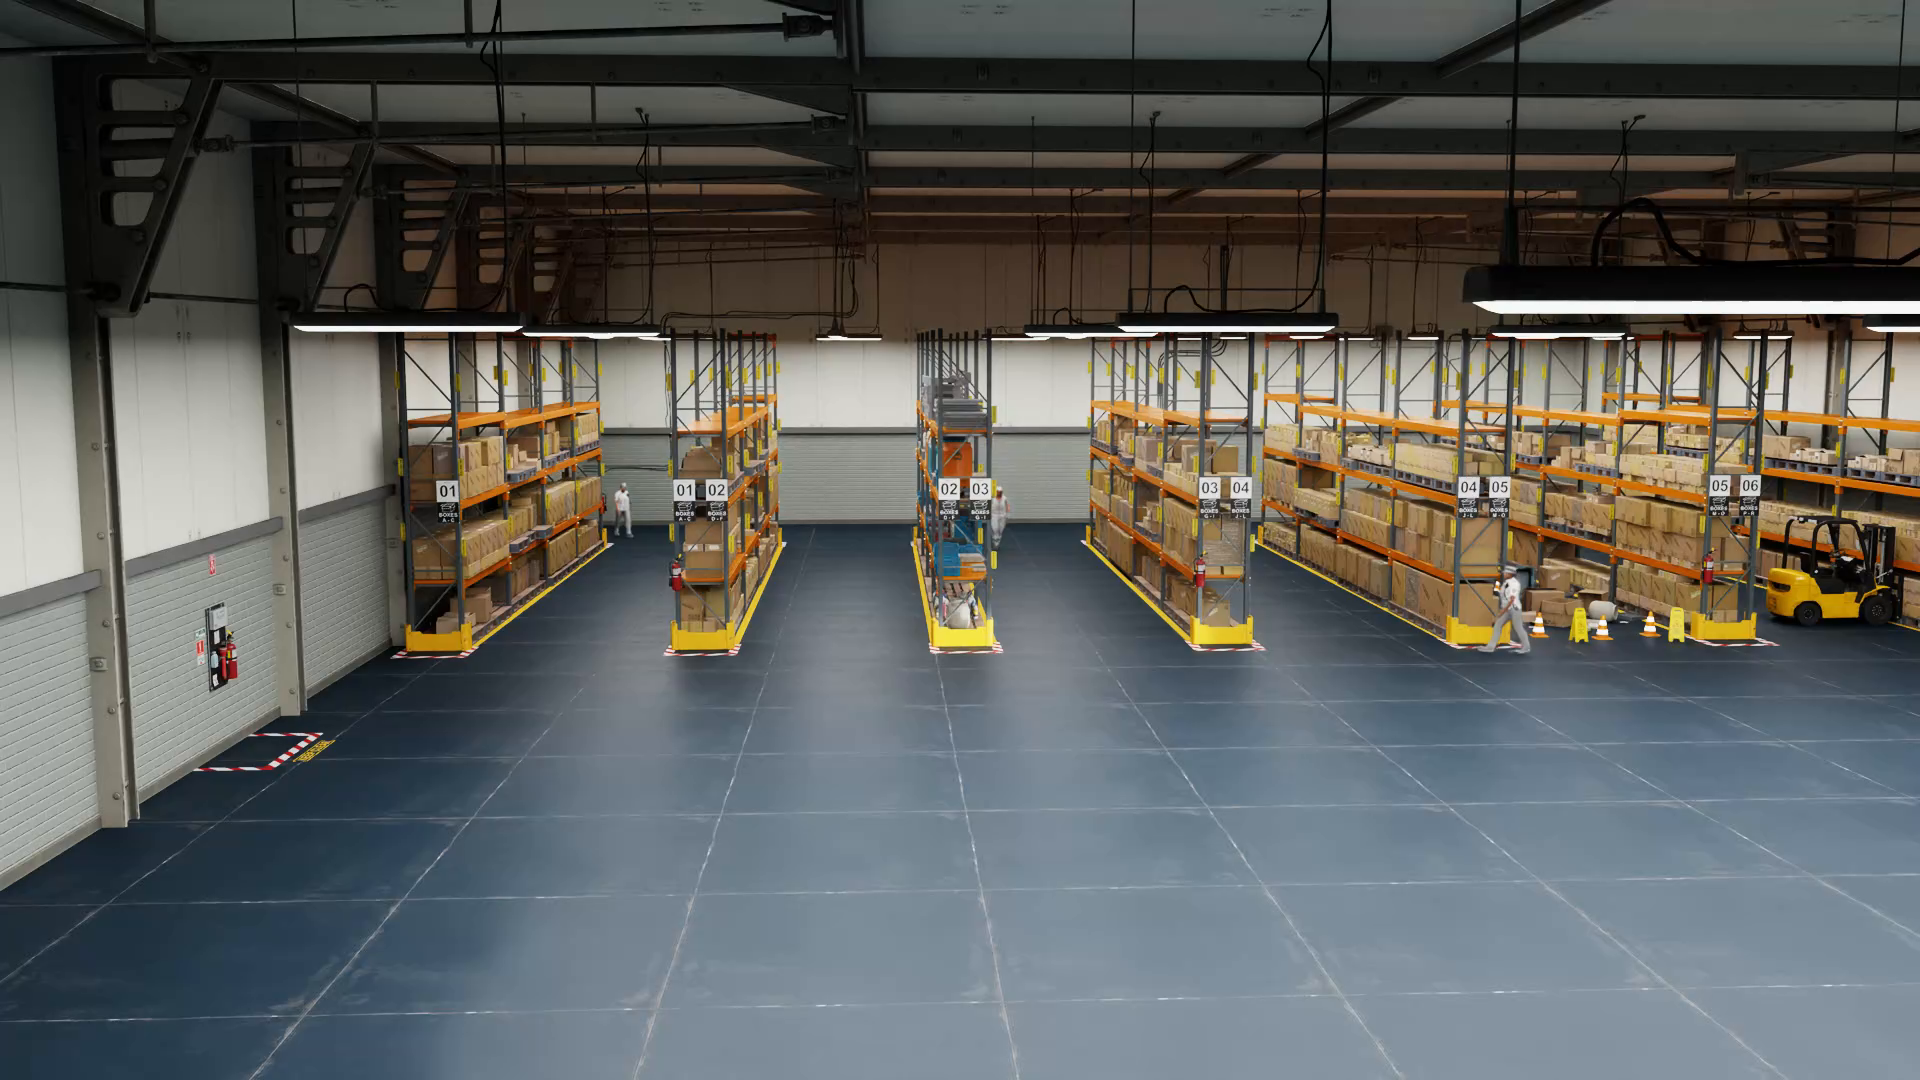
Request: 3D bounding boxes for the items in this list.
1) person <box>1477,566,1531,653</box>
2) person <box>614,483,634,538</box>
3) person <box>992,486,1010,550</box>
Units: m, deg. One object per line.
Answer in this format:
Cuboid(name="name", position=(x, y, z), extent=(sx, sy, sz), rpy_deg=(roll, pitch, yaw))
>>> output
Cuboid(name="person", position=(10.095, 1.282, 30.674), extent=(0.958, 1.629, 0.444), rpy_deg=(-2, 7, -15))
Cuboid(name="person", position=(-9.991, -0.887, 49.224), extent=(0.484, 1.599, 1.055), rpy_deg=(-3, 7, -26))
Cuboid(name="person", position=(1.090, -0.611, 46.727), extent=(0.620, 1.807, 0.877), rpy_deg=(-1, 7, -5))
